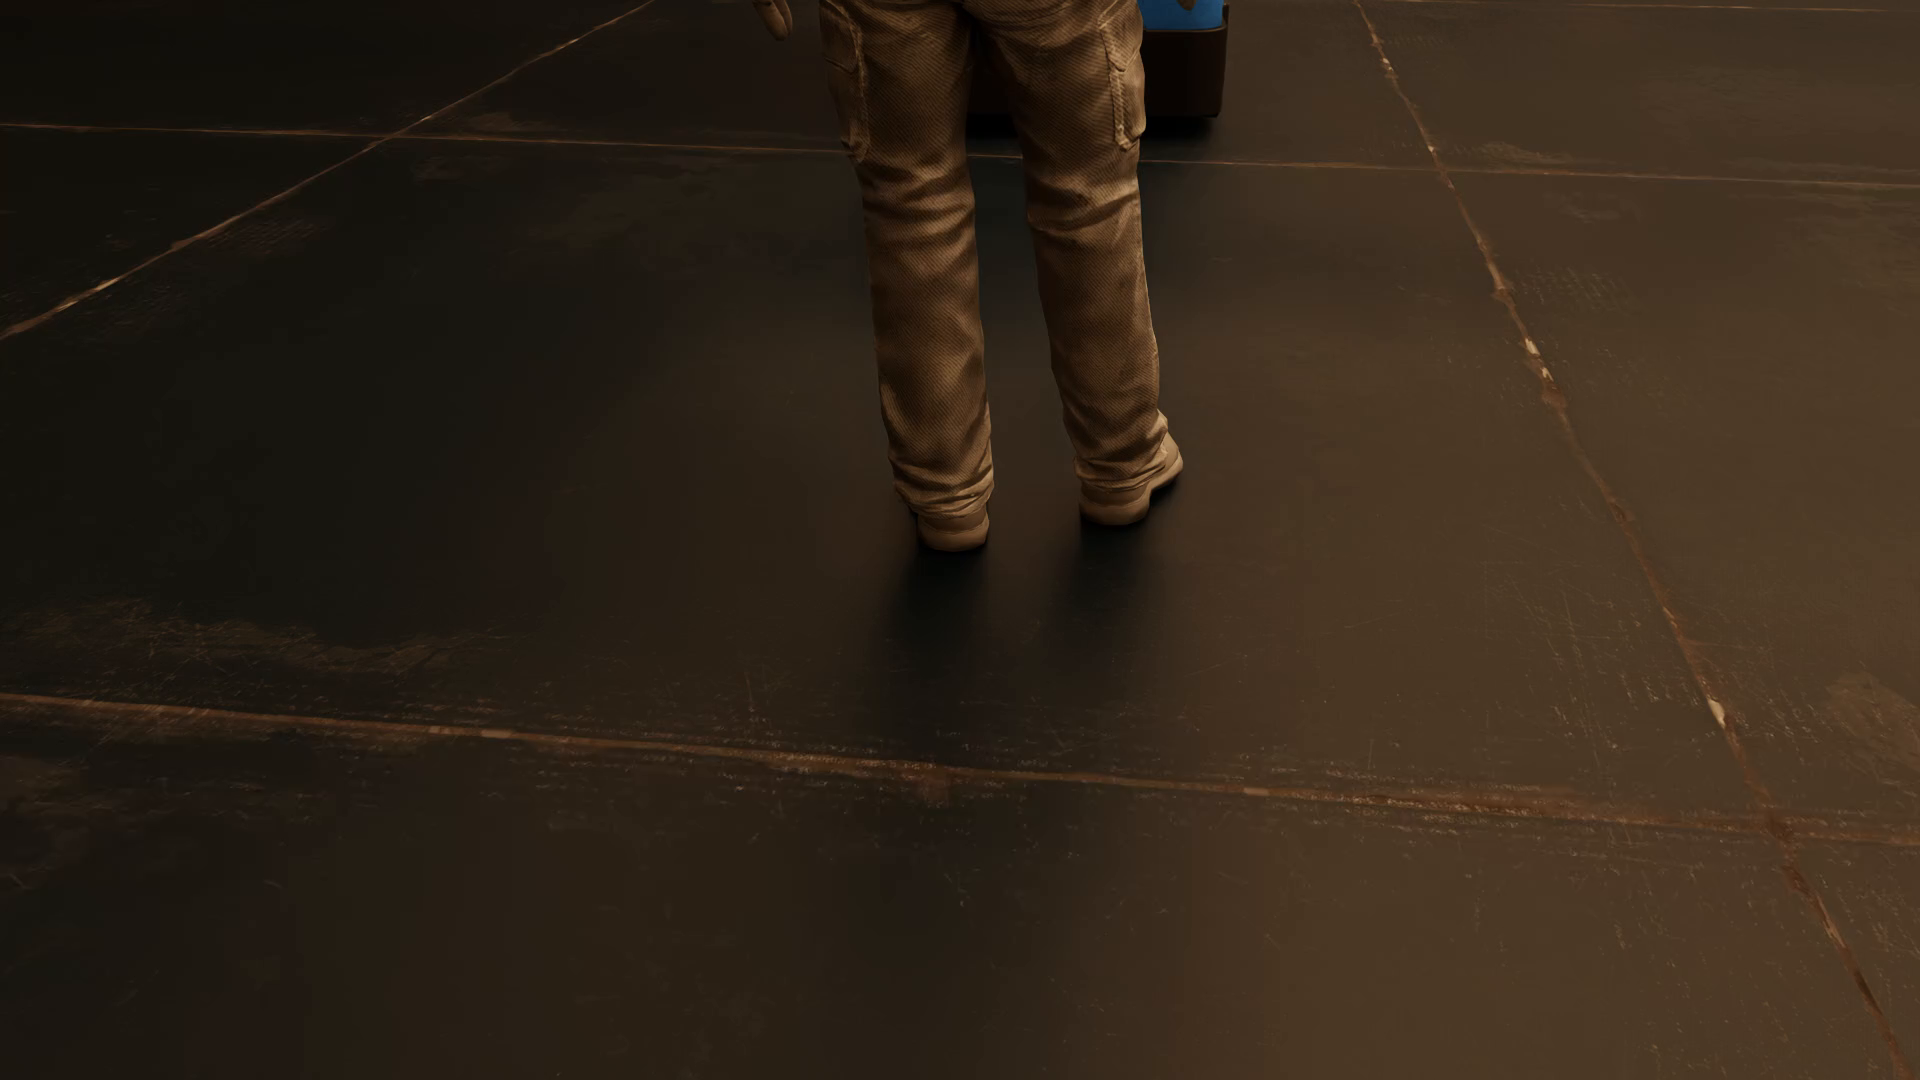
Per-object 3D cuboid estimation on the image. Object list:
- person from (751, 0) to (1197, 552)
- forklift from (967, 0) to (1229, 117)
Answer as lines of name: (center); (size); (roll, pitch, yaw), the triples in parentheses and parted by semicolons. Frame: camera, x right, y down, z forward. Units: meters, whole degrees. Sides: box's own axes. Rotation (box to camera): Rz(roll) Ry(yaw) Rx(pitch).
person: (0.019, -0.836, 2.161); (0.656, 1.782, 0.577); (3, 27, 7)
forklift: (0.324, -3.145, 5.522); (1.130, 2.935, 3.031); (2, 27, 3)
